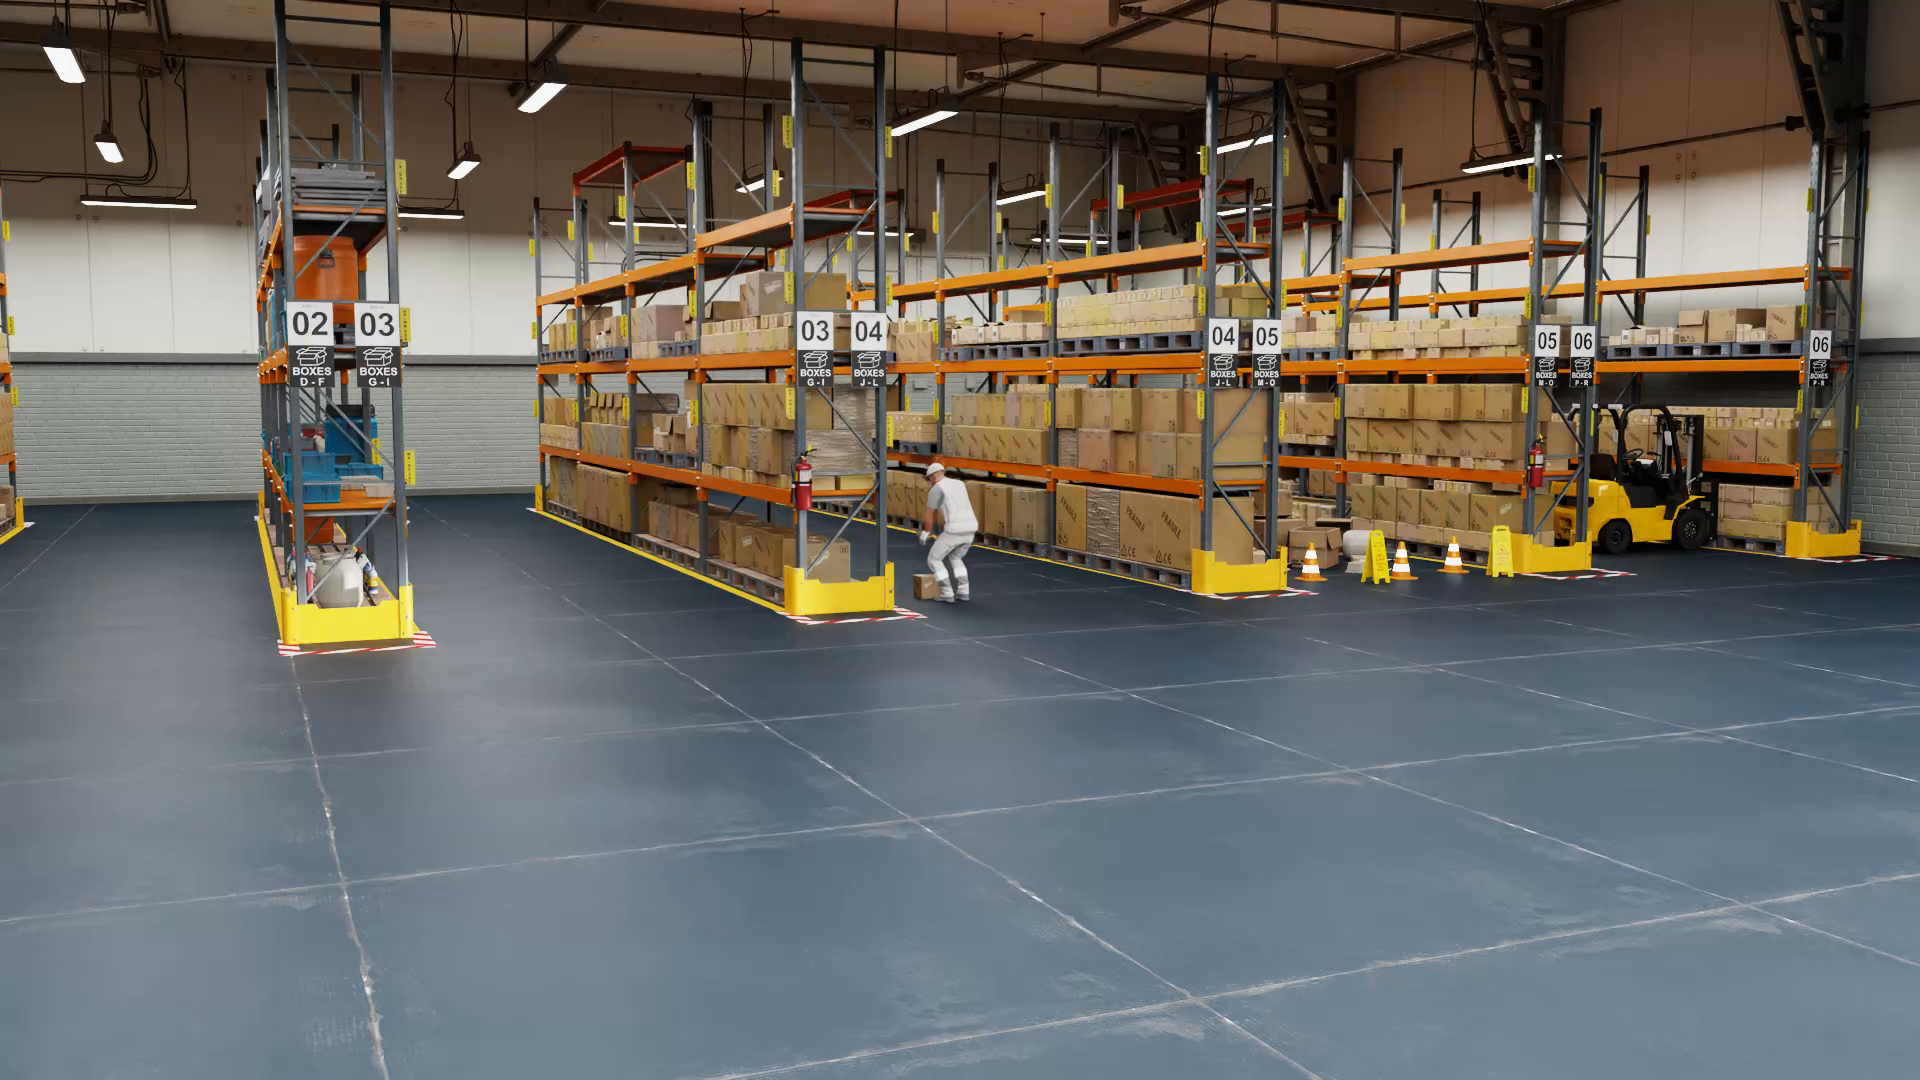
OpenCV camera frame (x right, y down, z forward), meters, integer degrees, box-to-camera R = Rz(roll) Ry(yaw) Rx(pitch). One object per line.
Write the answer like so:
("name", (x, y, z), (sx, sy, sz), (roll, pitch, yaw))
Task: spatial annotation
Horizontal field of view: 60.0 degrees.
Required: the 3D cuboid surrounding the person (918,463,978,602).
("person", (-0.138, -0.087, 18.771), (0.575, 1.554, 0.669), (-5, 7, -42))
